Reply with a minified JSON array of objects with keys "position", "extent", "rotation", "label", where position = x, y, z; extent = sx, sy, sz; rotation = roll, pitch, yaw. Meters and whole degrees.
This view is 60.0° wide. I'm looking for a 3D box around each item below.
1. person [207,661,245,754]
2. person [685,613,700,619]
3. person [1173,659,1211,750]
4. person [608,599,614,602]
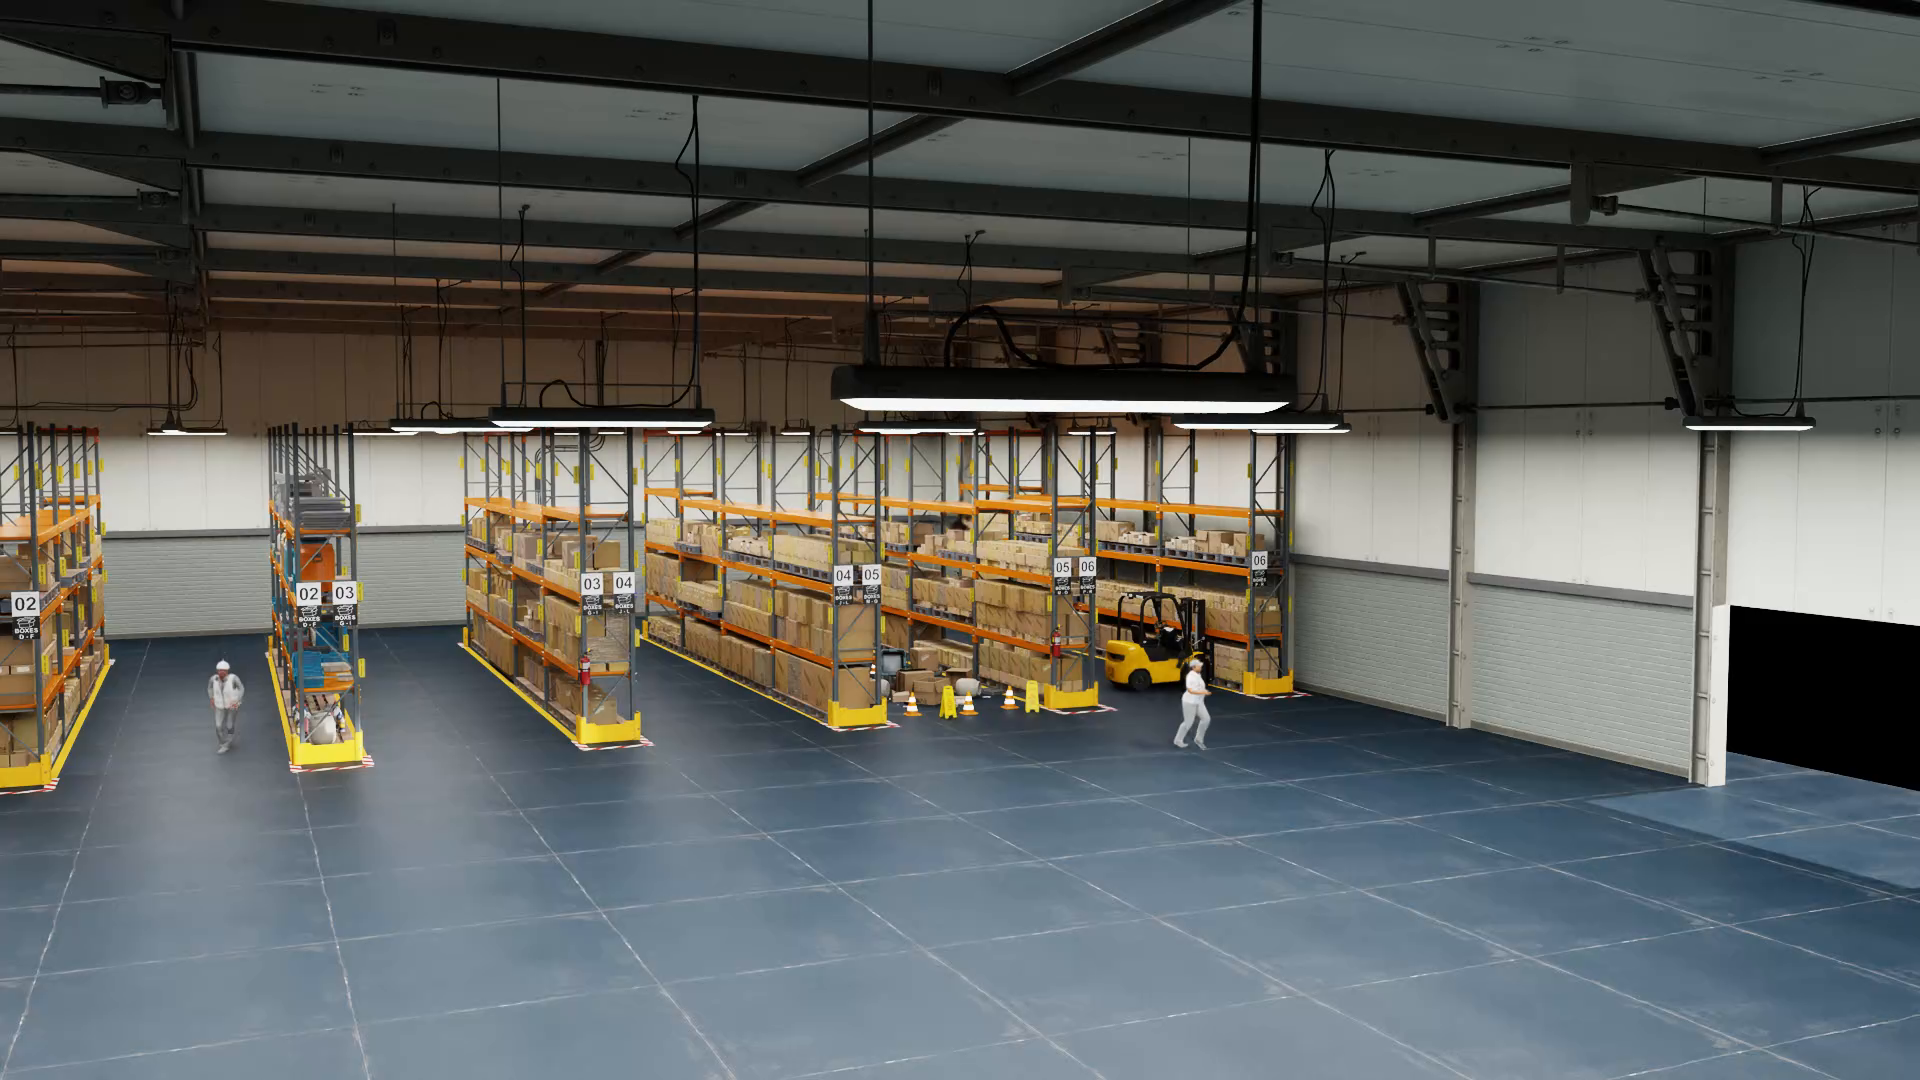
[{"position":[-13.443,3.026,30.495],"extent":[0.647,1.711,0.931],"rotation":[-1,4,-14],"label":"person"},{"position":[-7.971,1.837,49.167],"extent":[1.041,1.741,0.765],"rotation":[2,4,31],"label":"person"},{"position":[4.291,3.042,30.582],"extent":[0.730,1.716,0.590],"rotation":[2,4,29],"label":"person"},{"position":[-9.927,2.011,47.686],"extent":[0.641,1.595,0.841],"rotation":[1,4,16],"label":"person"}]
